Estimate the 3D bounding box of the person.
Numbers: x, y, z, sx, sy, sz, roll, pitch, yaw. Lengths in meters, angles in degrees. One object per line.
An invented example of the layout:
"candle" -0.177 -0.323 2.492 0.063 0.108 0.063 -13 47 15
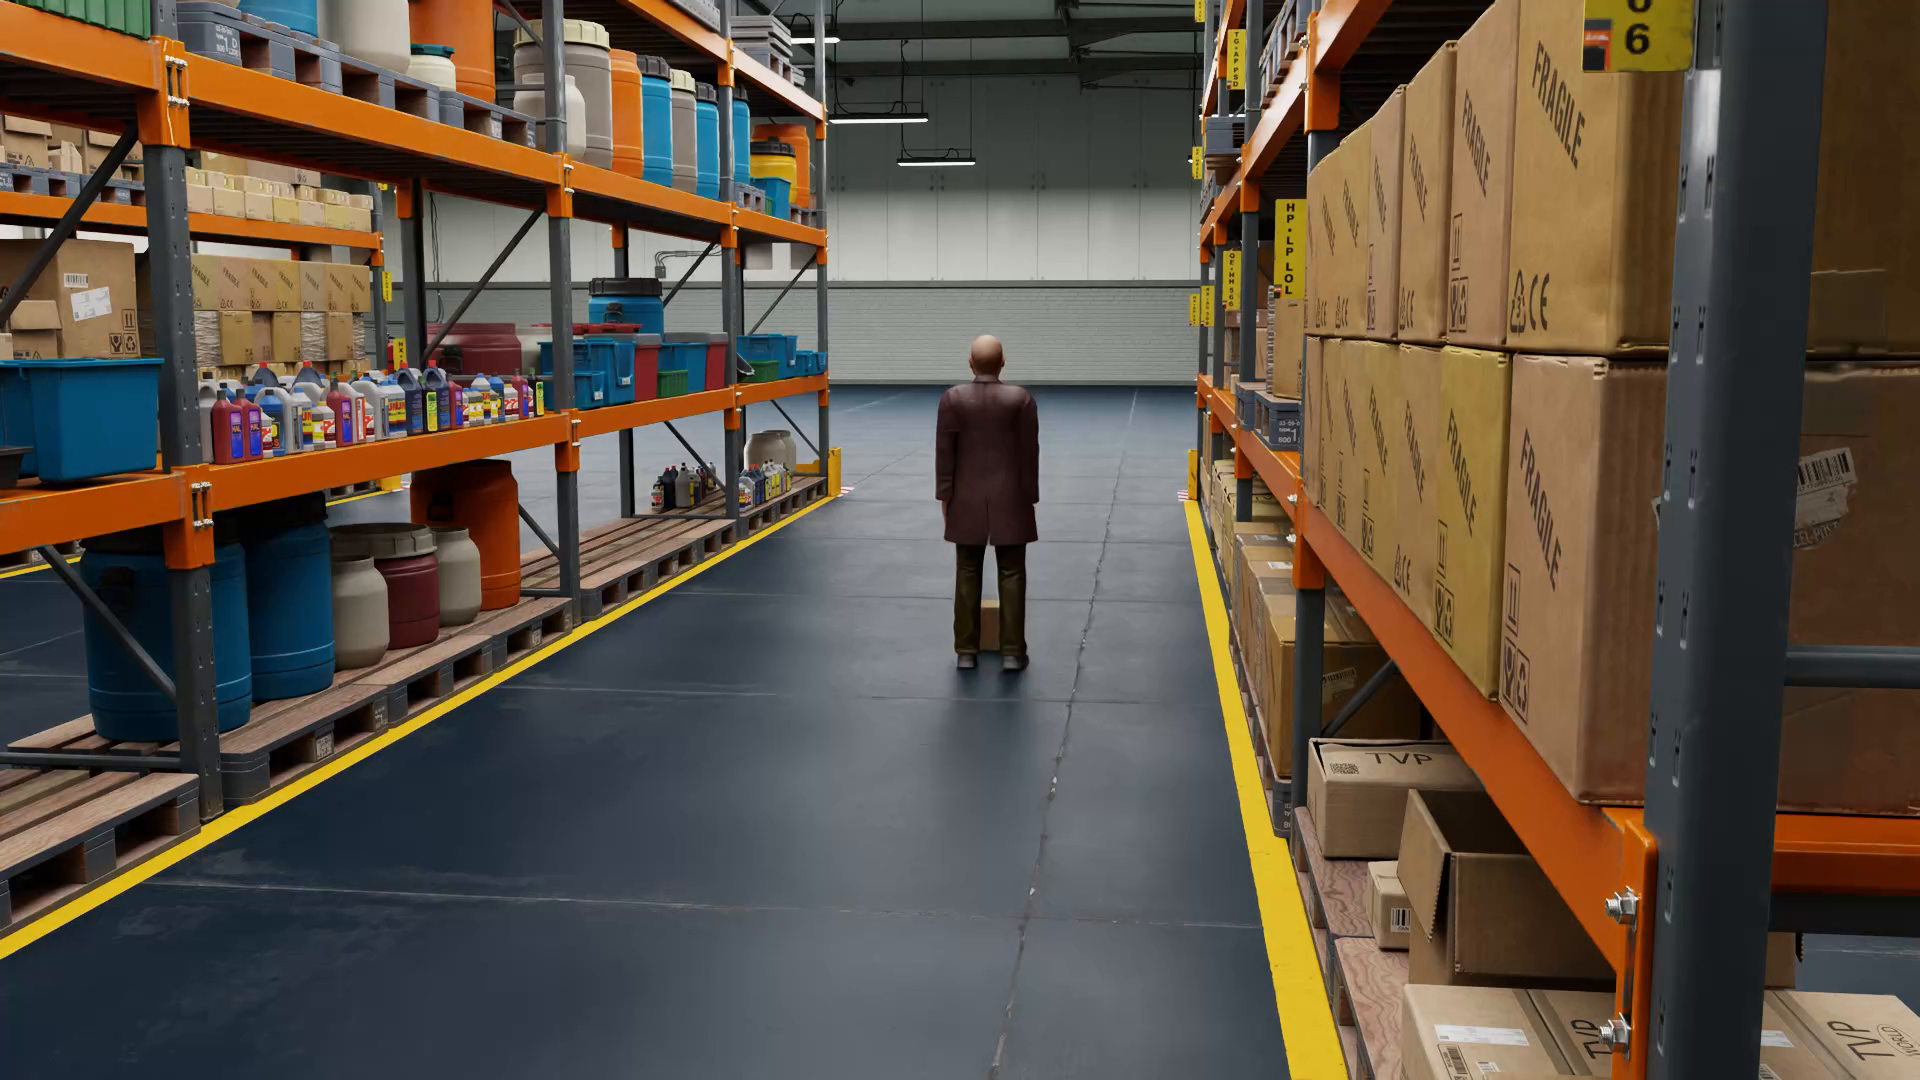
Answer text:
"person" 0.146 -0.198 8.905 0.563 1.786 0.392 1 8 8
